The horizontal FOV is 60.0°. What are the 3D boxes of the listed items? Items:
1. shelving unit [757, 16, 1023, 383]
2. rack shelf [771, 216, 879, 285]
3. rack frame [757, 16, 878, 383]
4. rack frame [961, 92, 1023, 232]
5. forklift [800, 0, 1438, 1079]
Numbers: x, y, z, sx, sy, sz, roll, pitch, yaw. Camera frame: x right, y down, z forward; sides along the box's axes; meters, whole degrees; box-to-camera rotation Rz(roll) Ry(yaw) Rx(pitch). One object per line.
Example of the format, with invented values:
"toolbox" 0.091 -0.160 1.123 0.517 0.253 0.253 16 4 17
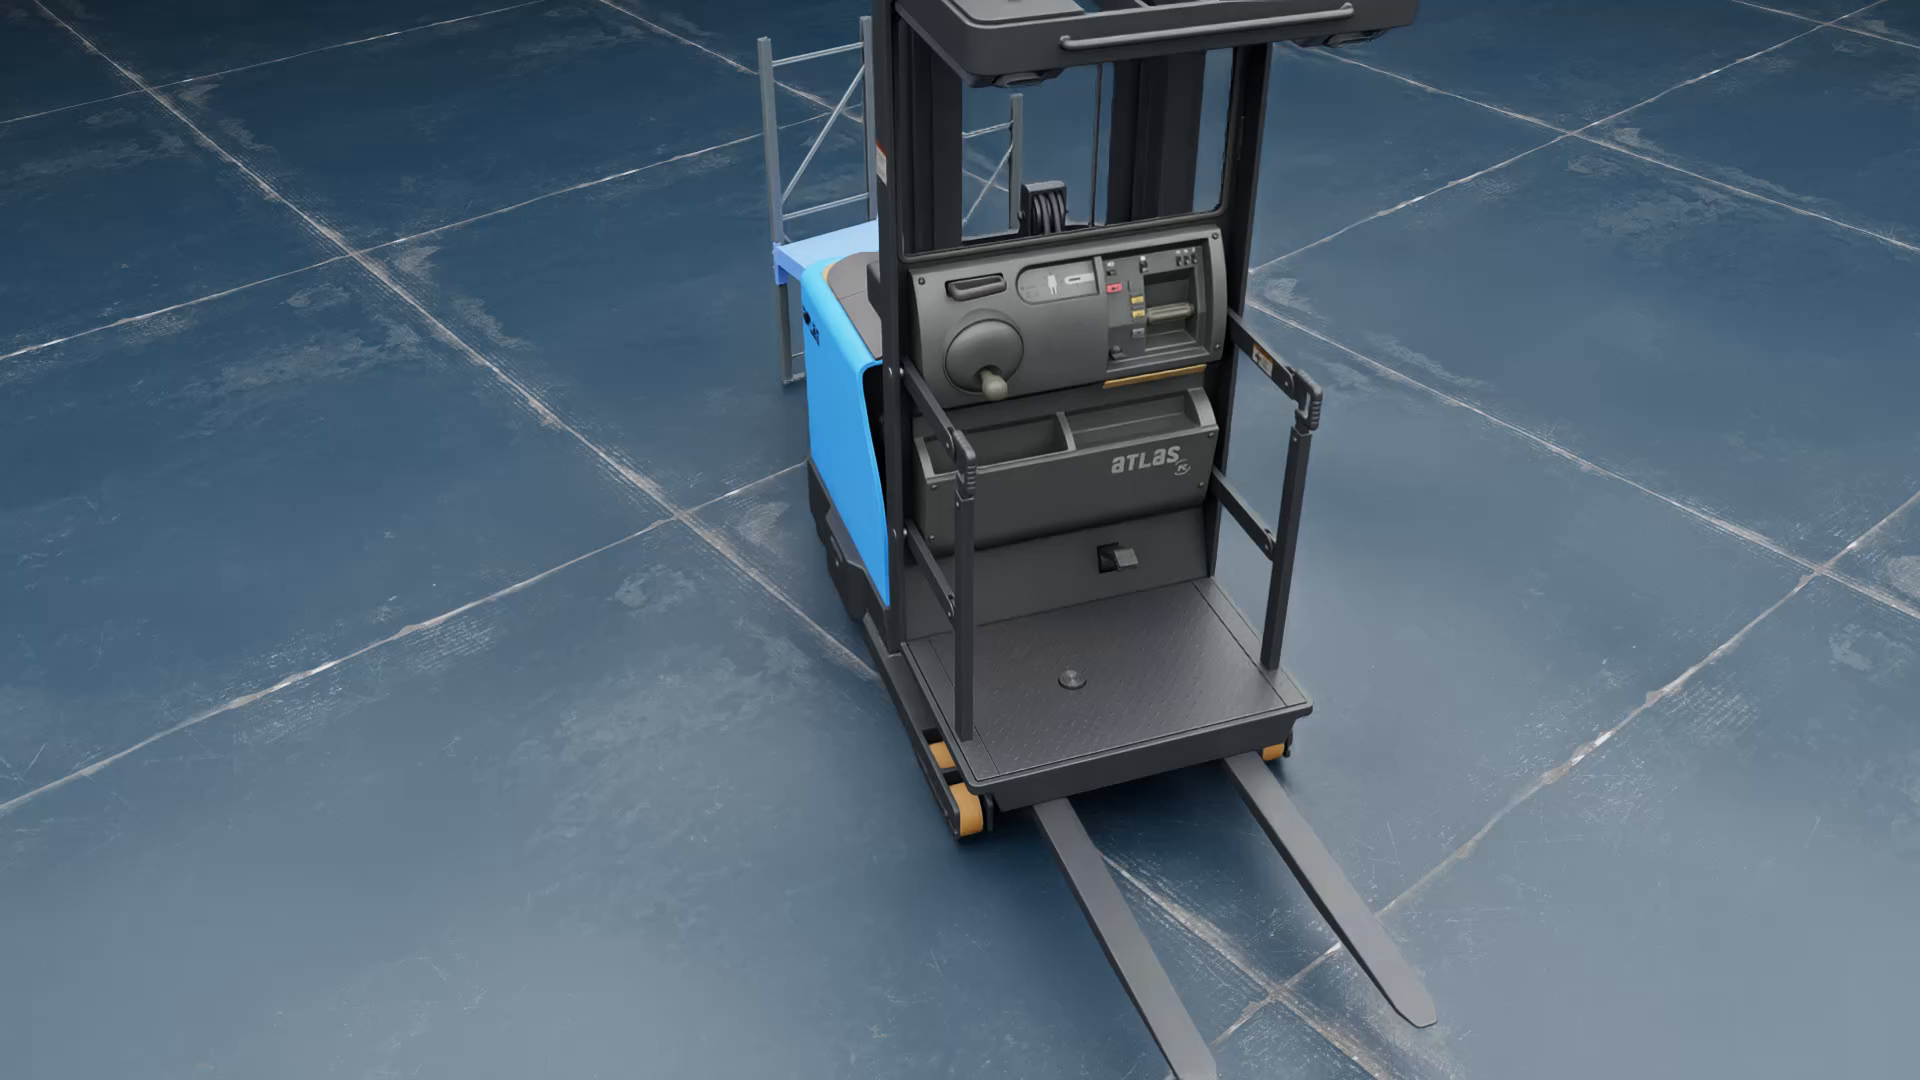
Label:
"shelving unit" -0.277 -1.135 6.555 0.538 1.500 1.048 -21 40 -27
"rack shelf" -0.277 -0.988 6.659 0.538 0.185 1.000 -21 40 -27
"rack frame" -0.561 -1.378 6.899 0.500 1.500 0.032 -21 40 -27
"rack frame" 0.007 -0.891 6.211 0.500 1.500 0.032 -21 40 -27
"forklift" 0.392 -0.573 4.523 1.130 2.935 3.031 -11 37 -15
